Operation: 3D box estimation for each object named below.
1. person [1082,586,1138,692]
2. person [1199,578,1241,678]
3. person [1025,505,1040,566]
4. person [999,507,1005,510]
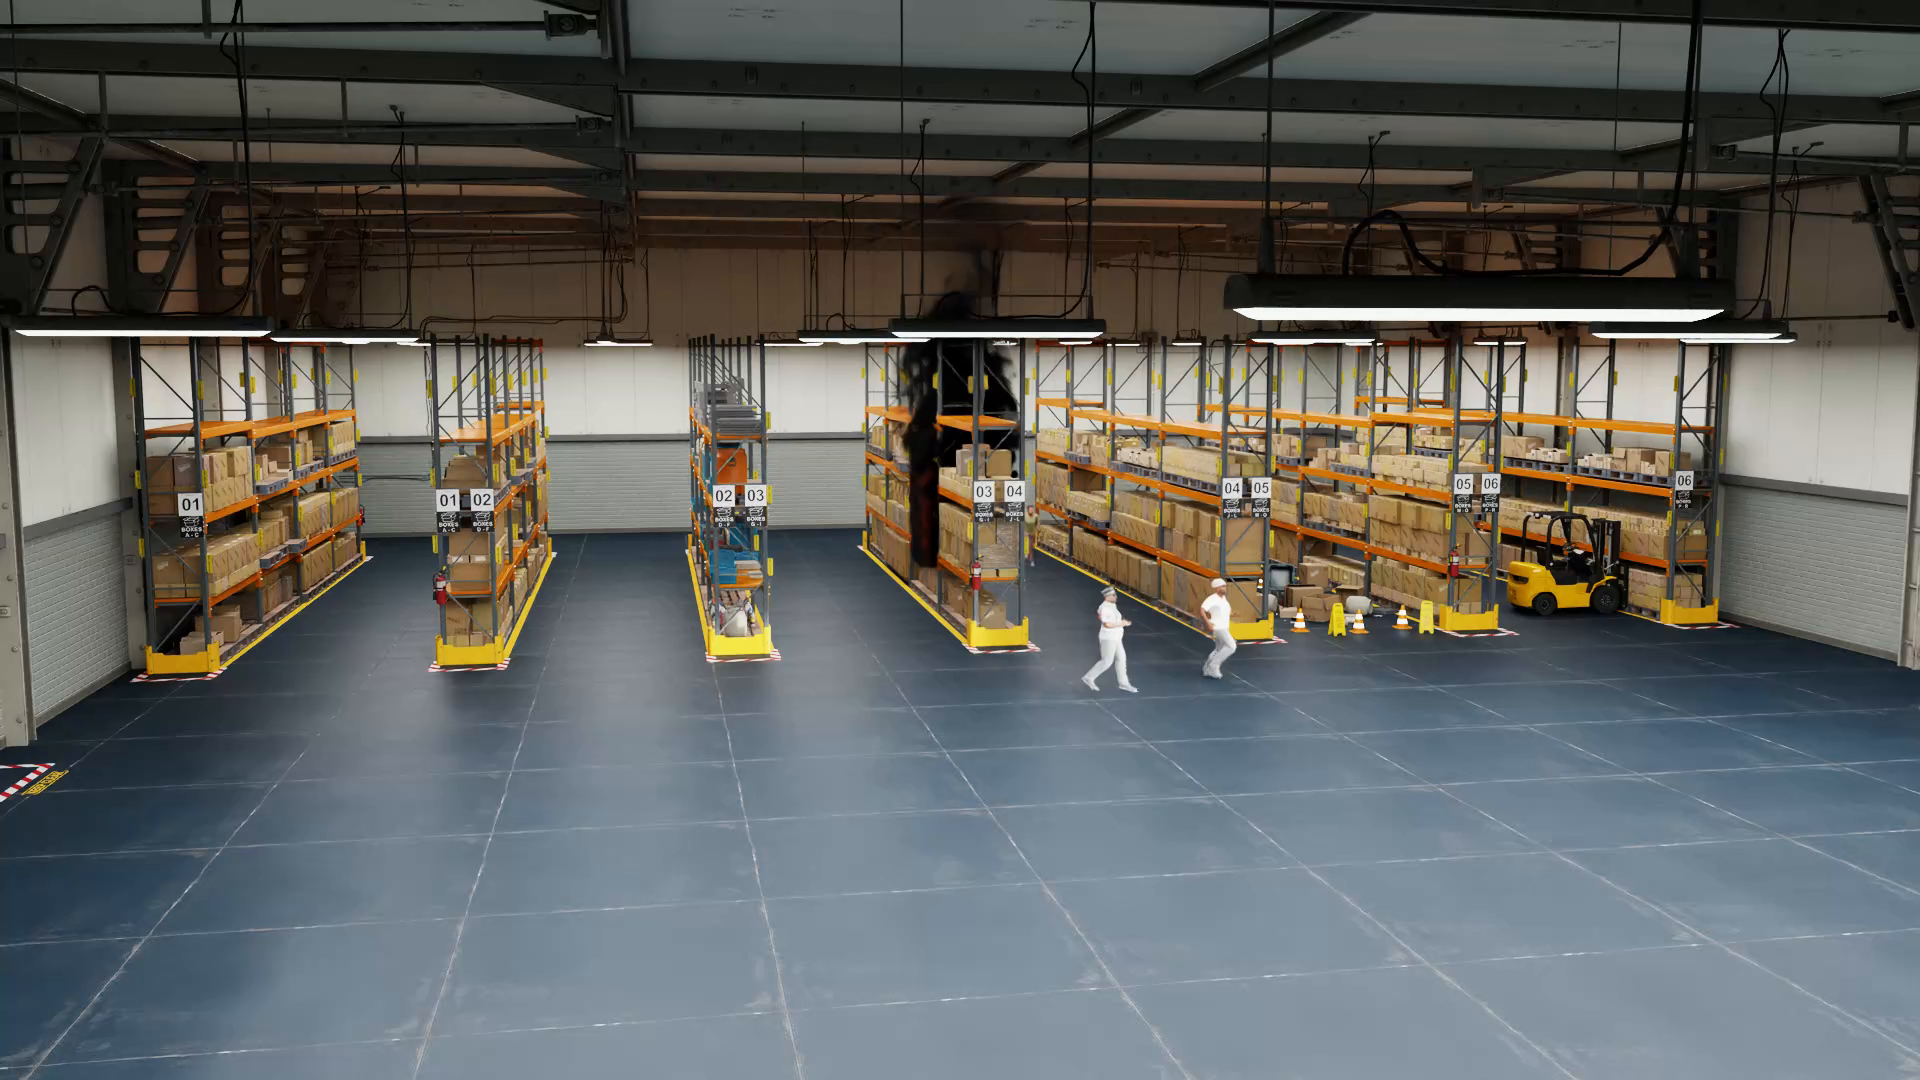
[{"bbox_3d":[2.505,1.650,27.670,0.924,1.773,0.664,2,7,15],"label":"person"},{"bbox_3d":[4.552,1.534,28.939,0.668,1.734,0.687,3,7,23],"label":"person"},{"bbox_3d":[1.832,-0.137,44.430,0.578,1.648,0.810,-1,7,-7],"label":"person"},{"bbox_3d":[0.984,-0.527,47.874,0.705,1.571,0.521,1,7,9],"label":"person"}]
